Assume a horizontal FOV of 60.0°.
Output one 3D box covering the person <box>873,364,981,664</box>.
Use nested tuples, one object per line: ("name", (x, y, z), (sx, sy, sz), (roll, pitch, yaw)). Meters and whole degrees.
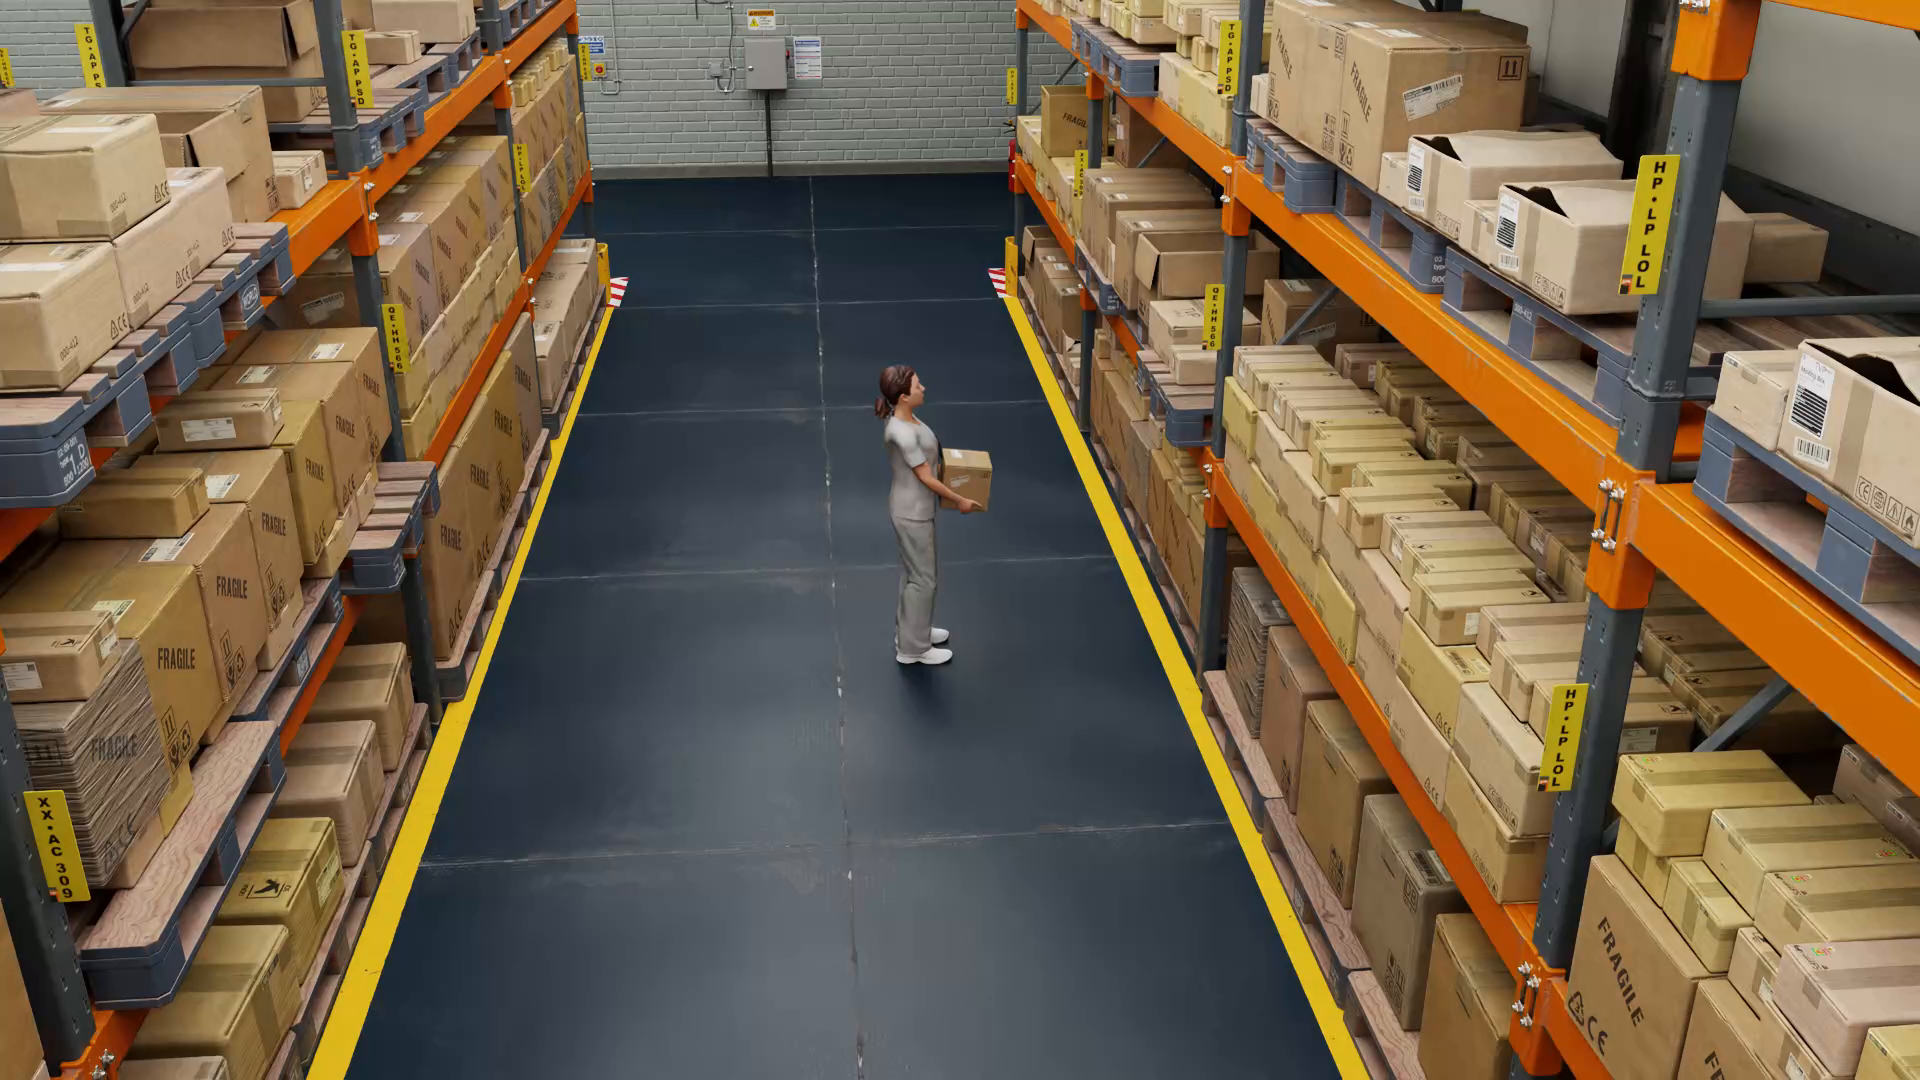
("person", (-0.178, -0.145, 8.947), (0.562, 1.662, 0.437), (-2, 24, -4))
